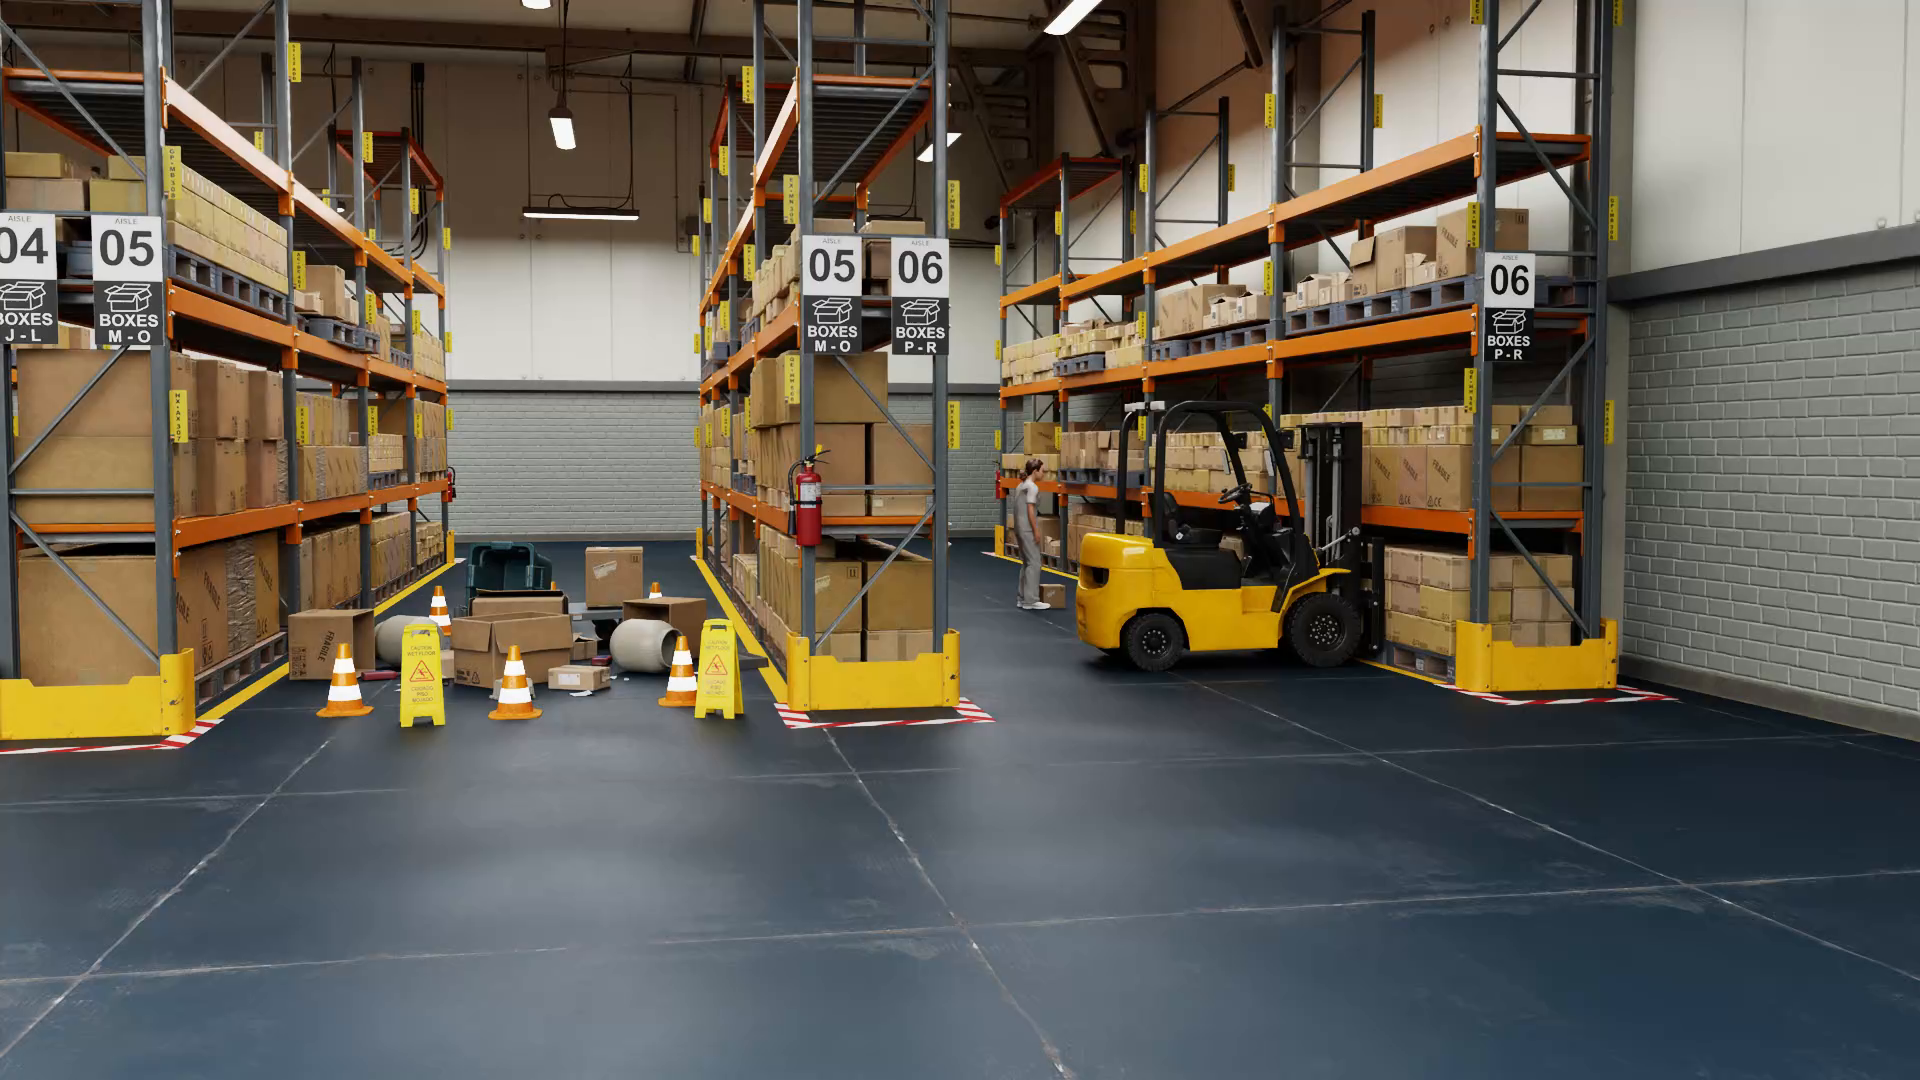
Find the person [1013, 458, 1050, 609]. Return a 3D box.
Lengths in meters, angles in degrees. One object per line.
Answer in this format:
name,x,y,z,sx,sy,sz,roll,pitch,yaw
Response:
person,0.783,-0.076,18.546,0.360,1.672,0.486,-1,3,-13
